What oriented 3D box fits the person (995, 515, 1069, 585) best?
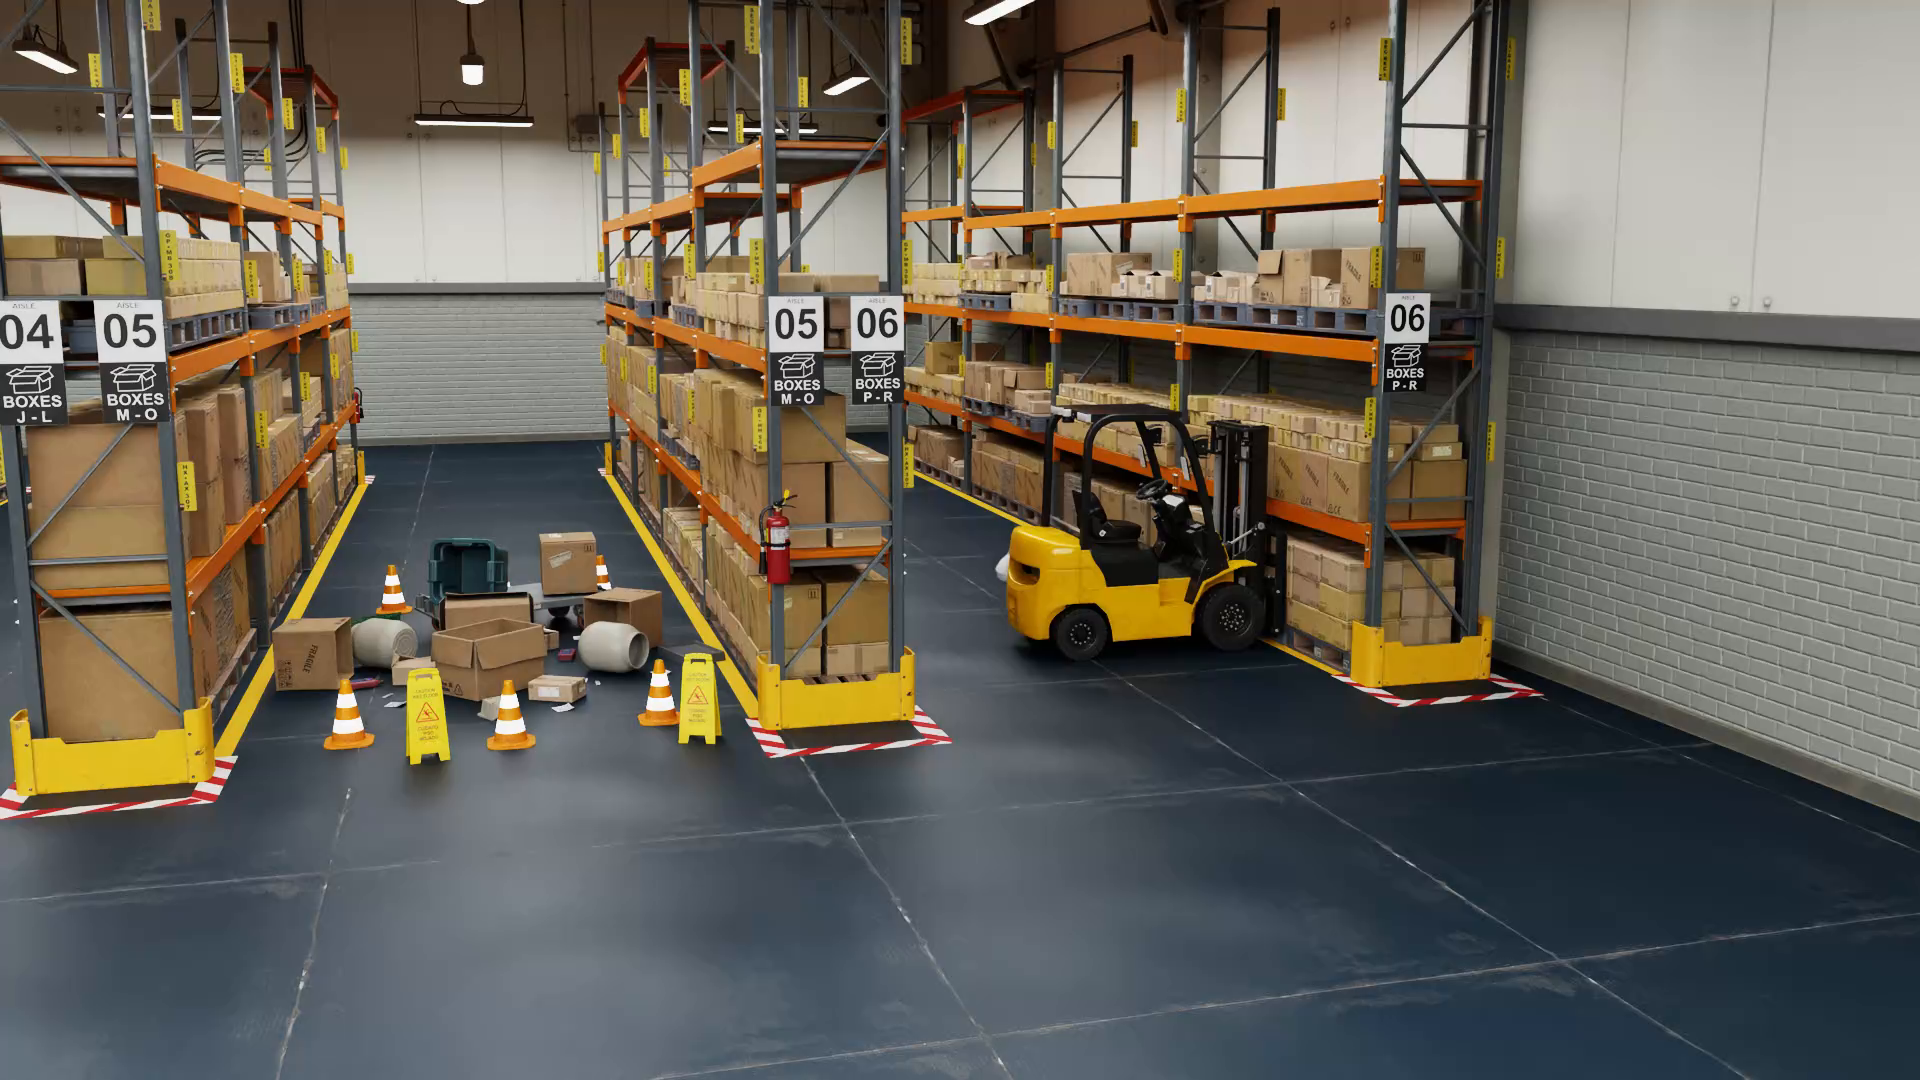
[{"bbox_3d":[0.761,0.240,16.615,0.815,0.967,0.496,-3,10,-16],"label":"person"}]
